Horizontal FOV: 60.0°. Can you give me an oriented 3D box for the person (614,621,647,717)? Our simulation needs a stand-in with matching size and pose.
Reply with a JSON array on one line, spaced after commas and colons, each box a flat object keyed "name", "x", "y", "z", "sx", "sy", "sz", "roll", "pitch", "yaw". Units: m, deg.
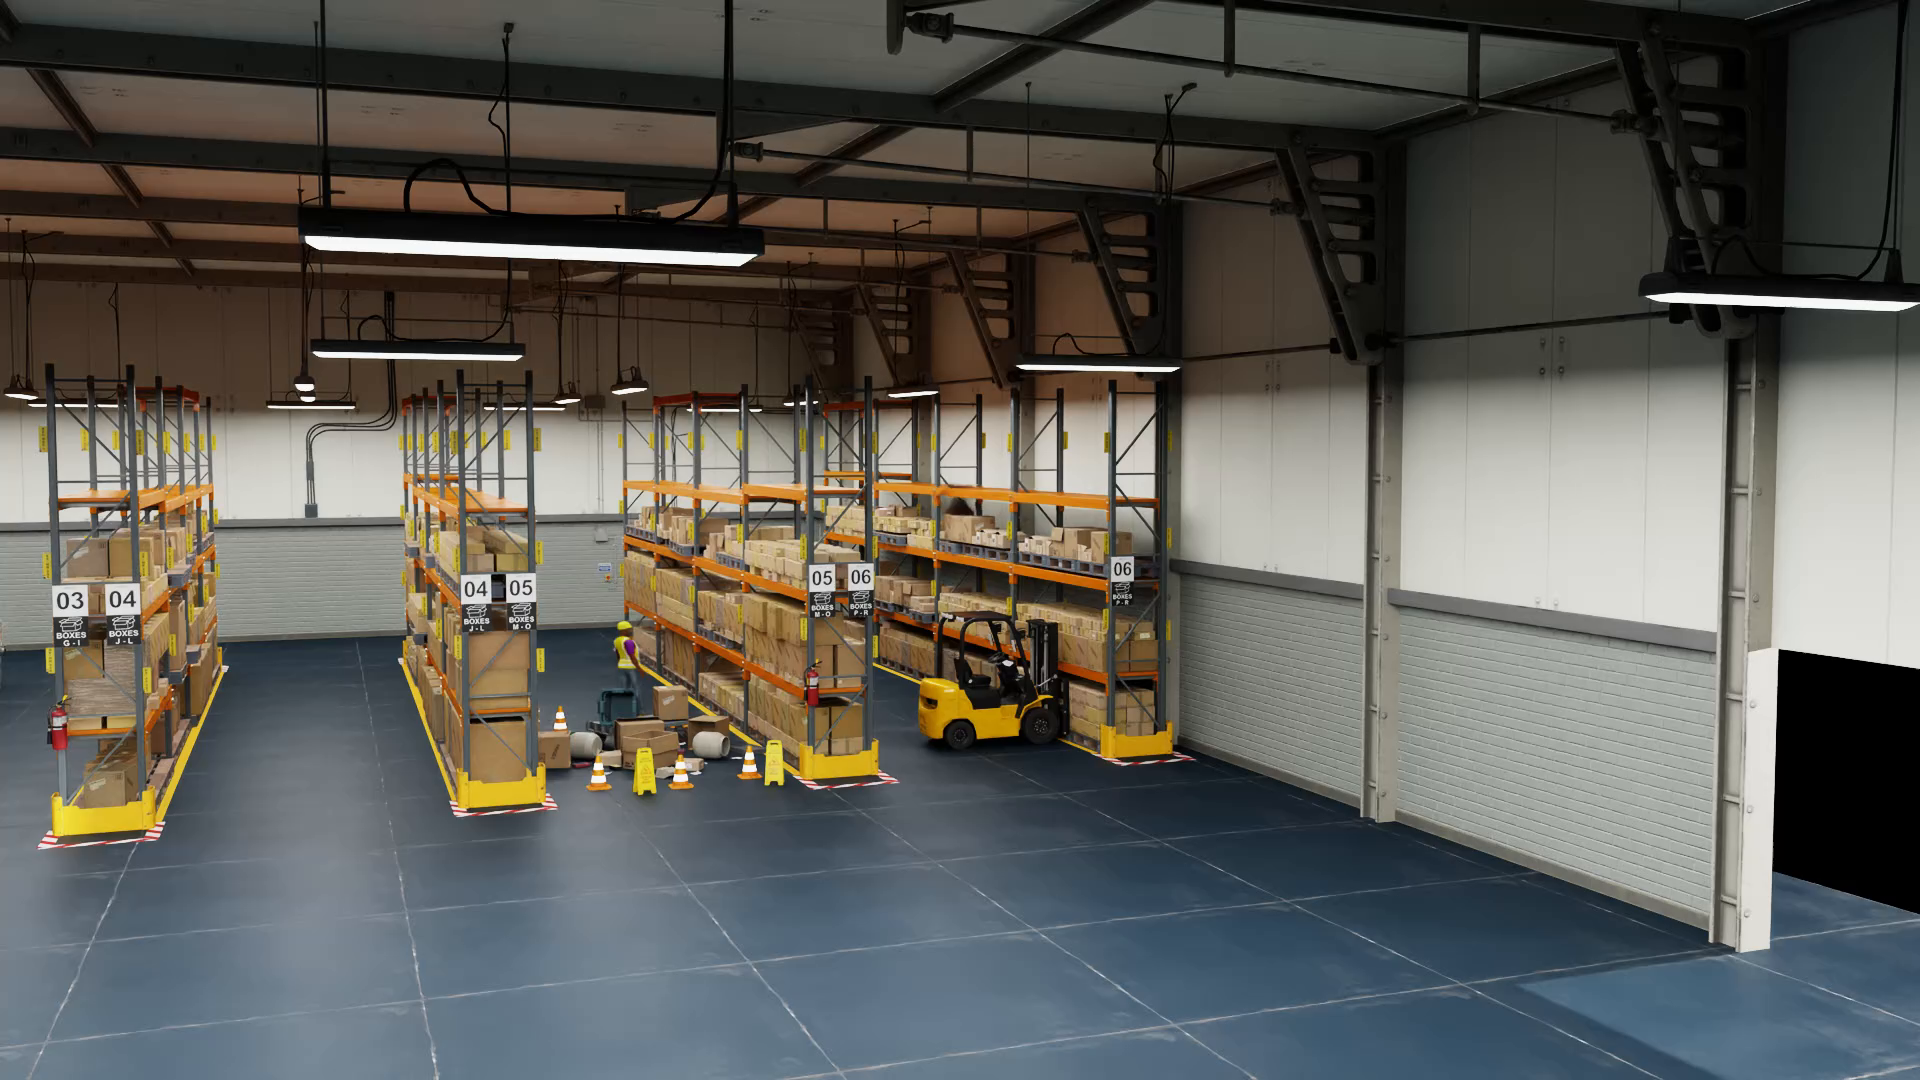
[{"name": "person", "x": -6.008, "y": 2.356, "z": 30.268, "sx": 0.668, "sy": 1.761, "sz": 0.500, "roll": 2, "pitch": 4, "yaw": 29}]

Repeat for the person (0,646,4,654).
[{"name": "person", "x": -19.124, "y": 2.263, "z": 32.536, "sx": 0.775, "sy": 1.811, "sz": 0.877, "roll": -1, "pitch": 4, "yaw": -21}]
